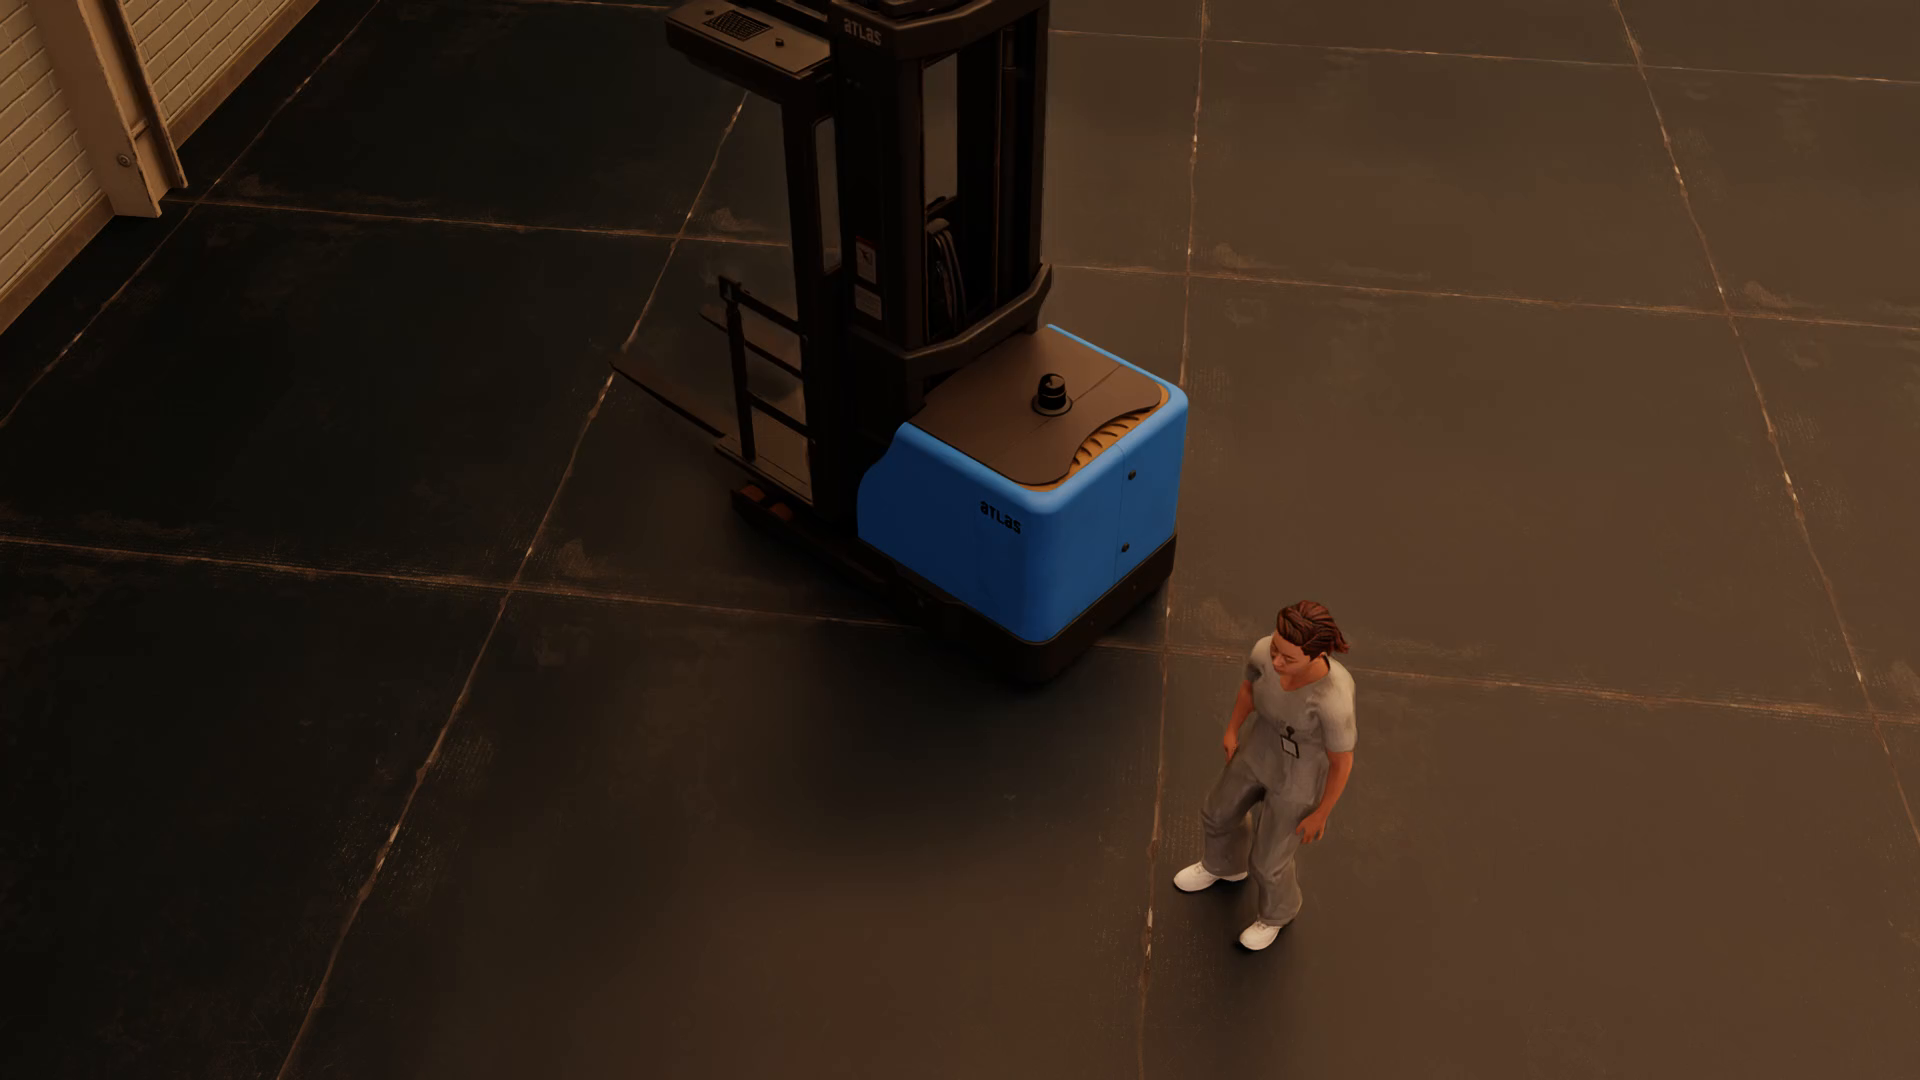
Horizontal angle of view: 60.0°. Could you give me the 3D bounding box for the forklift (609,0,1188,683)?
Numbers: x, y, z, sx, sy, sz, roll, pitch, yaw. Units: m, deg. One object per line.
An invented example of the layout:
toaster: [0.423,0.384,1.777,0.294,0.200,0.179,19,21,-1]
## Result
forklift: [-0.458,-1.328,7.170,3.031,2.935,1.130,31,51,29]

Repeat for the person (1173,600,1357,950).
person: [1.106,0.806,5.793,0.352,1.658,0.543,-25,48,-24]
